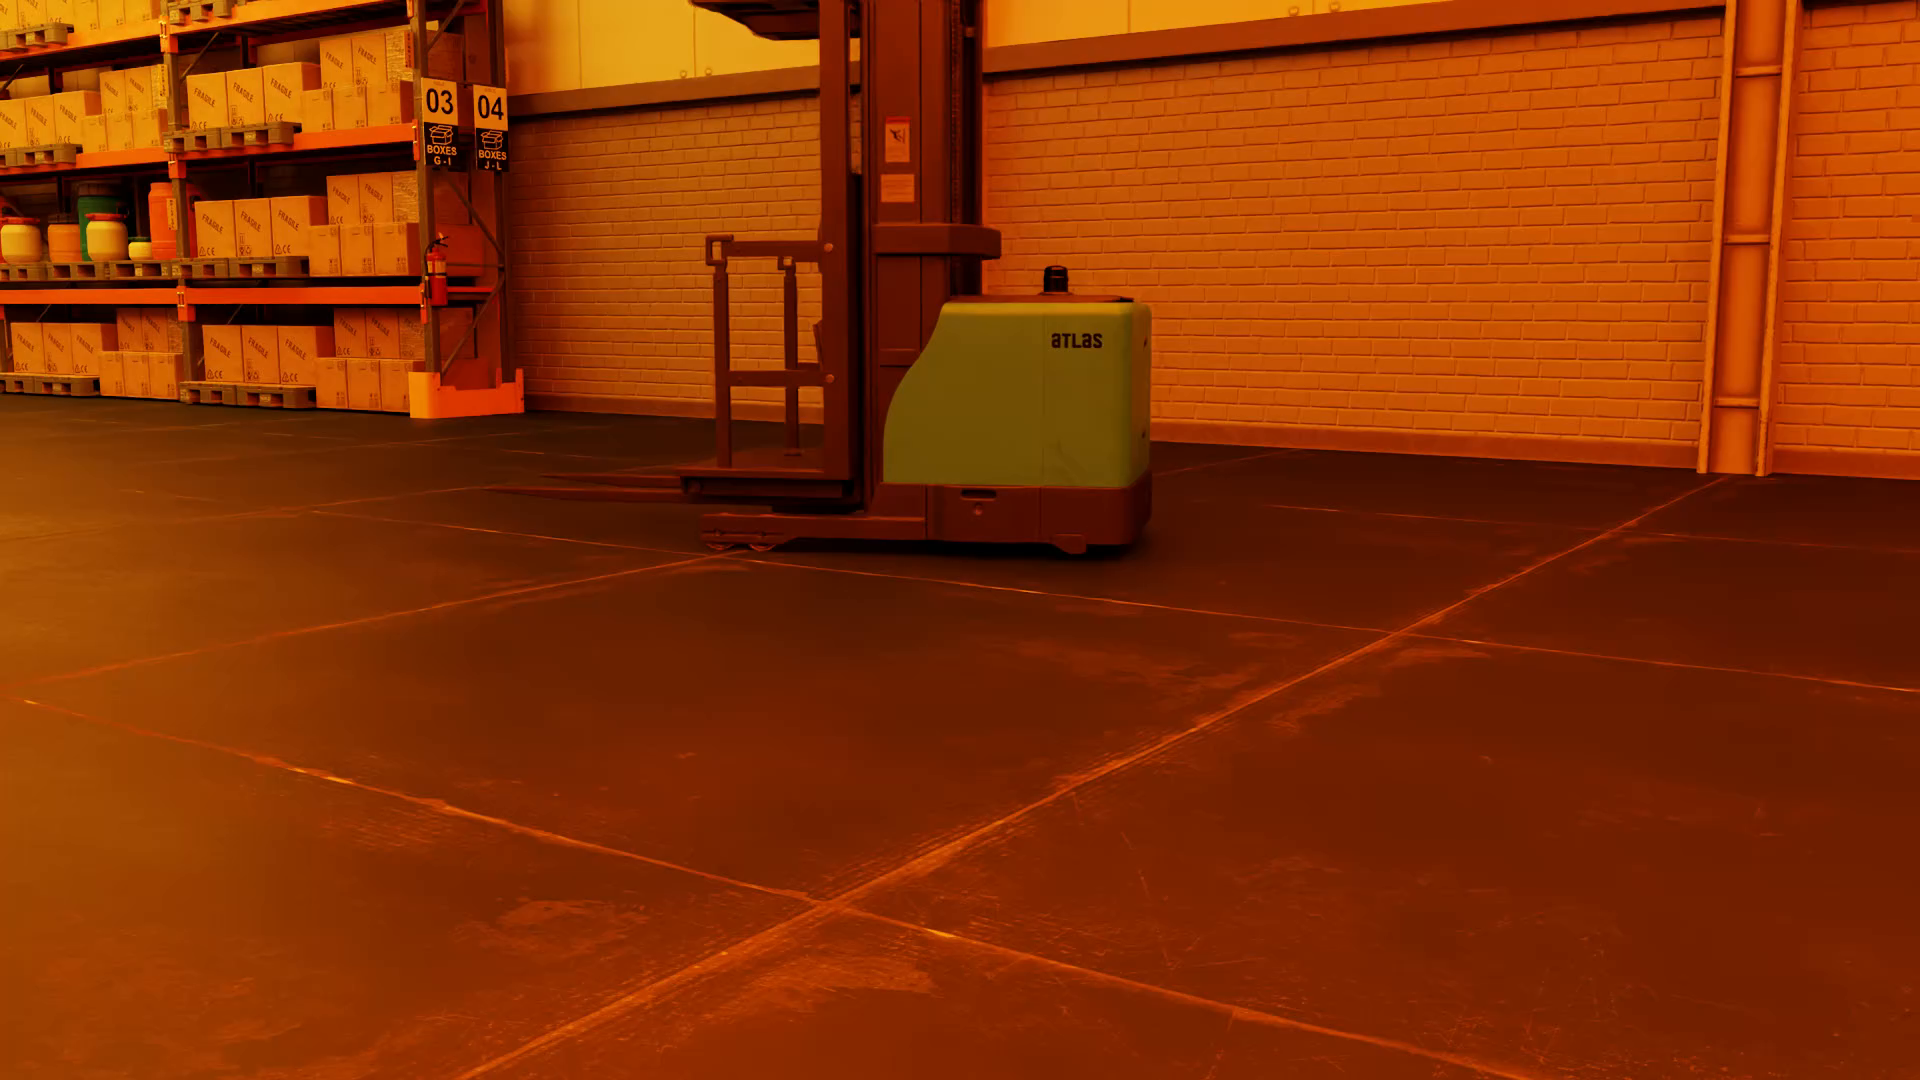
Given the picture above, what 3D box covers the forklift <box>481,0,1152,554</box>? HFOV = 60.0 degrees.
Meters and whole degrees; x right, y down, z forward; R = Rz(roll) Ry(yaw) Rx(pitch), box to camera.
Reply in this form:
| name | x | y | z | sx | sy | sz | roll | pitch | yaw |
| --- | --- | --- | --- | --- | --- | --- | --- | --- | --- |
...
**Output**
| name | x | y | z | sx | sy | sz | roll | pitch | yaw |
| --- | --- | --- | --- | --- | --- | --- | --- | --- | --- |
| forklift | -0.669 | -1.471 | 7.535 | 3.031 | 2.935 | 1.130 | 2 | 8 | 12 |
